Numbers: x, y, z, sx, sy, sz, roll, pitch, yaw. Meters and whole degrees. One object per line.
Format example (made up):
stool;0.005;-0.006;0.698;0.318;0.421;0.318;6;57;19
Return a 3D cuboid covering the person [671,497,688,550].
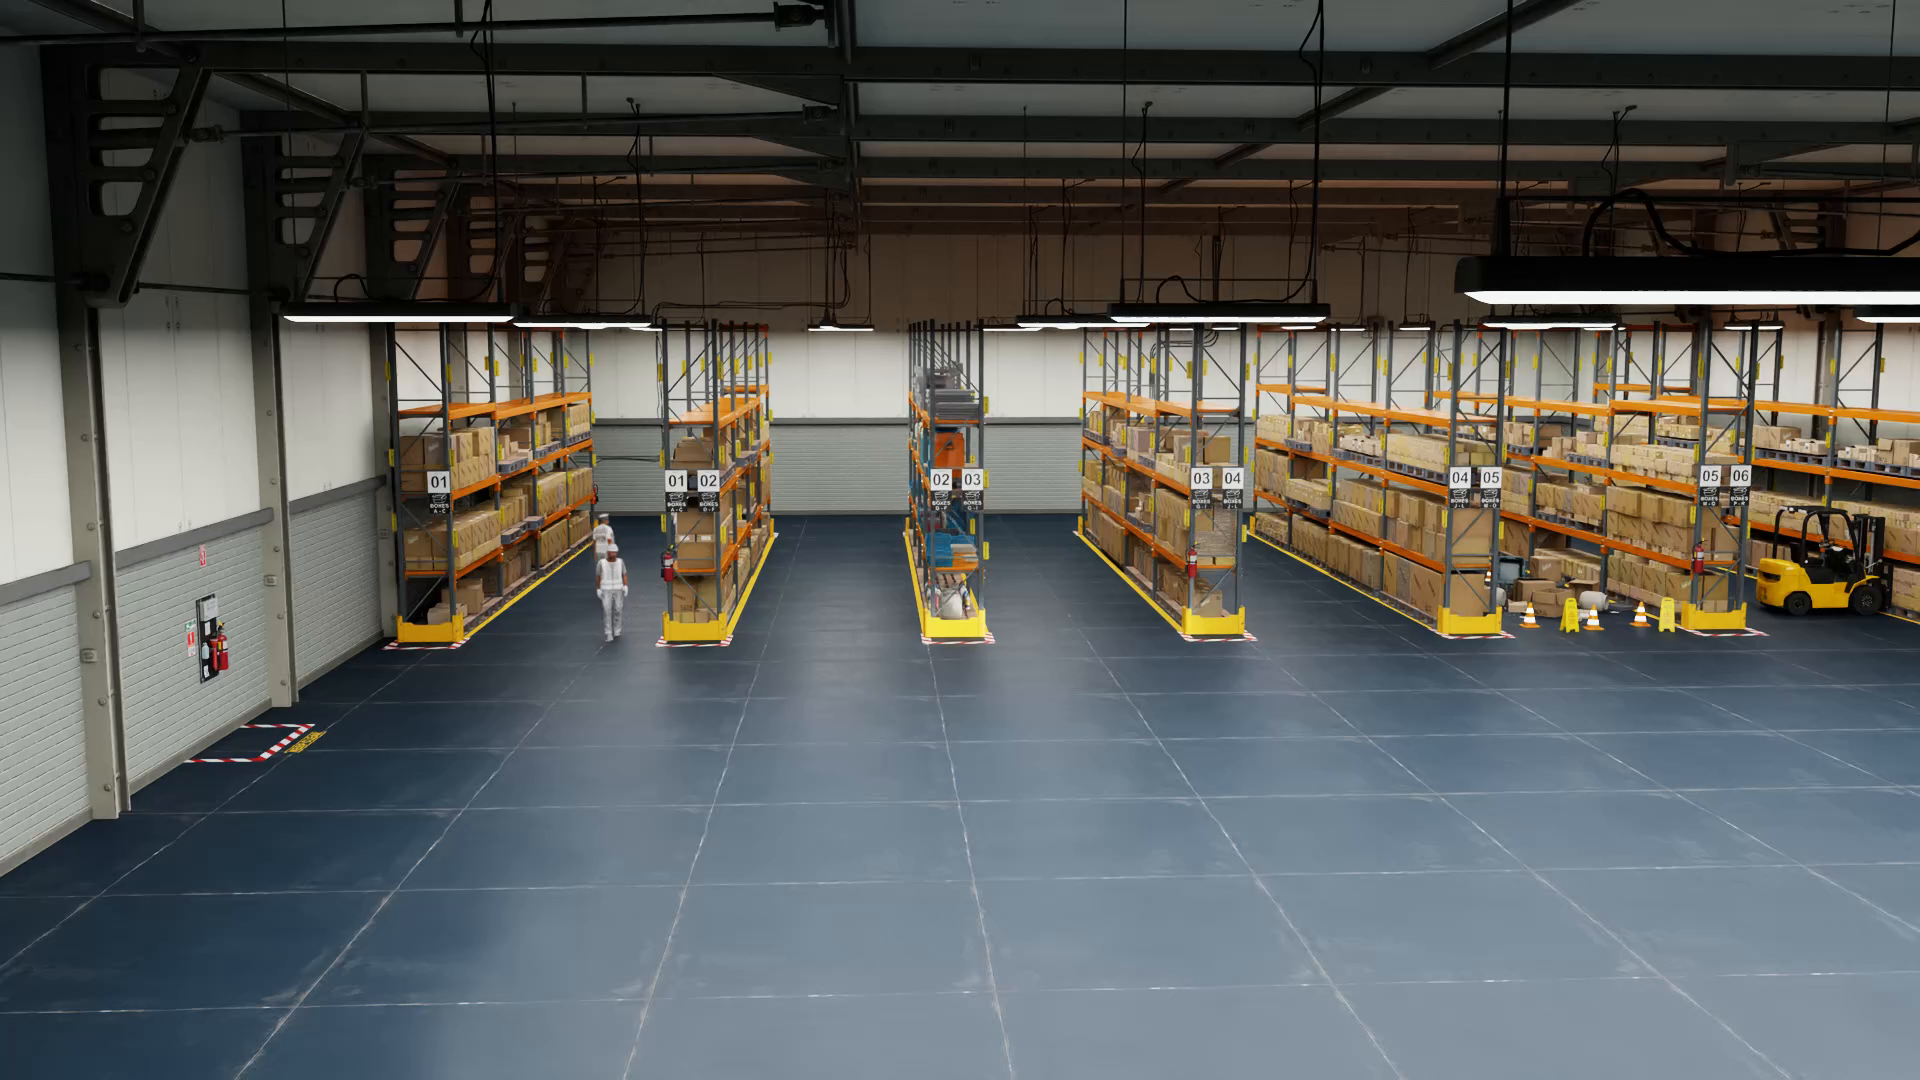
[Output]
person;-7.410;-0.626;44.264;0.686;1.719;1.102;0;7;-2

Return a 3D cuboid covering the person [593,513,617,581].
person;-7.871;0.294;36.865;0.592;1.733;0.545;1;7;10

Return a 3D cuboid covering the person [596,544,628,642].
person;-6.541;0.984;31.412;0.572;1.788;0.710;-3;8;-23
